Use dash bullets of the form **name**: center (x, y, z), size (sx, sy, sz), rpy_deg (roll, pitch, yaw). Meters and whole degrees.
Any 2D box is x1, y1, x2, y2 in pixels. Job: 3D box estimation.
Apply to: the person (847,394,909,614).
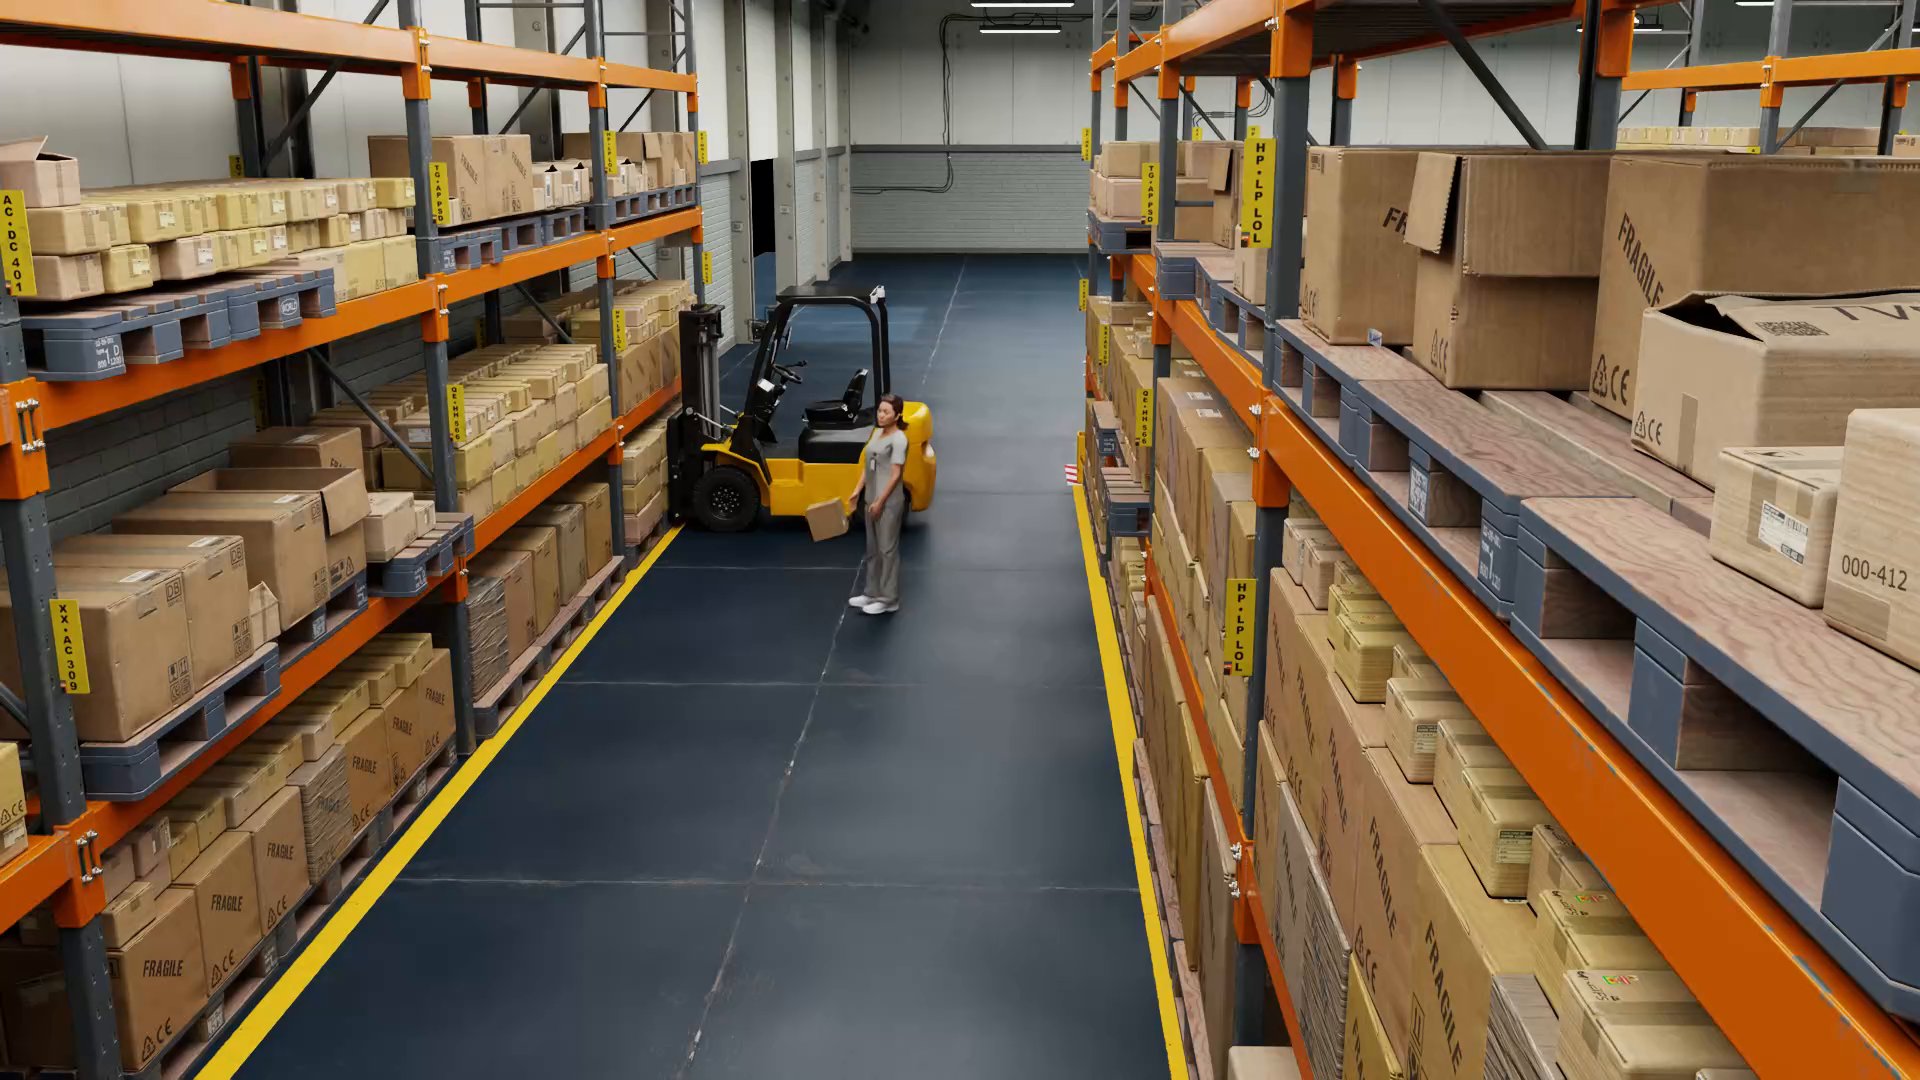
- **person**: center (-0.600, -0.275, 12.563), size (0.441, 1.680, 0.527), rpy_deg (-8, 16, -28)
